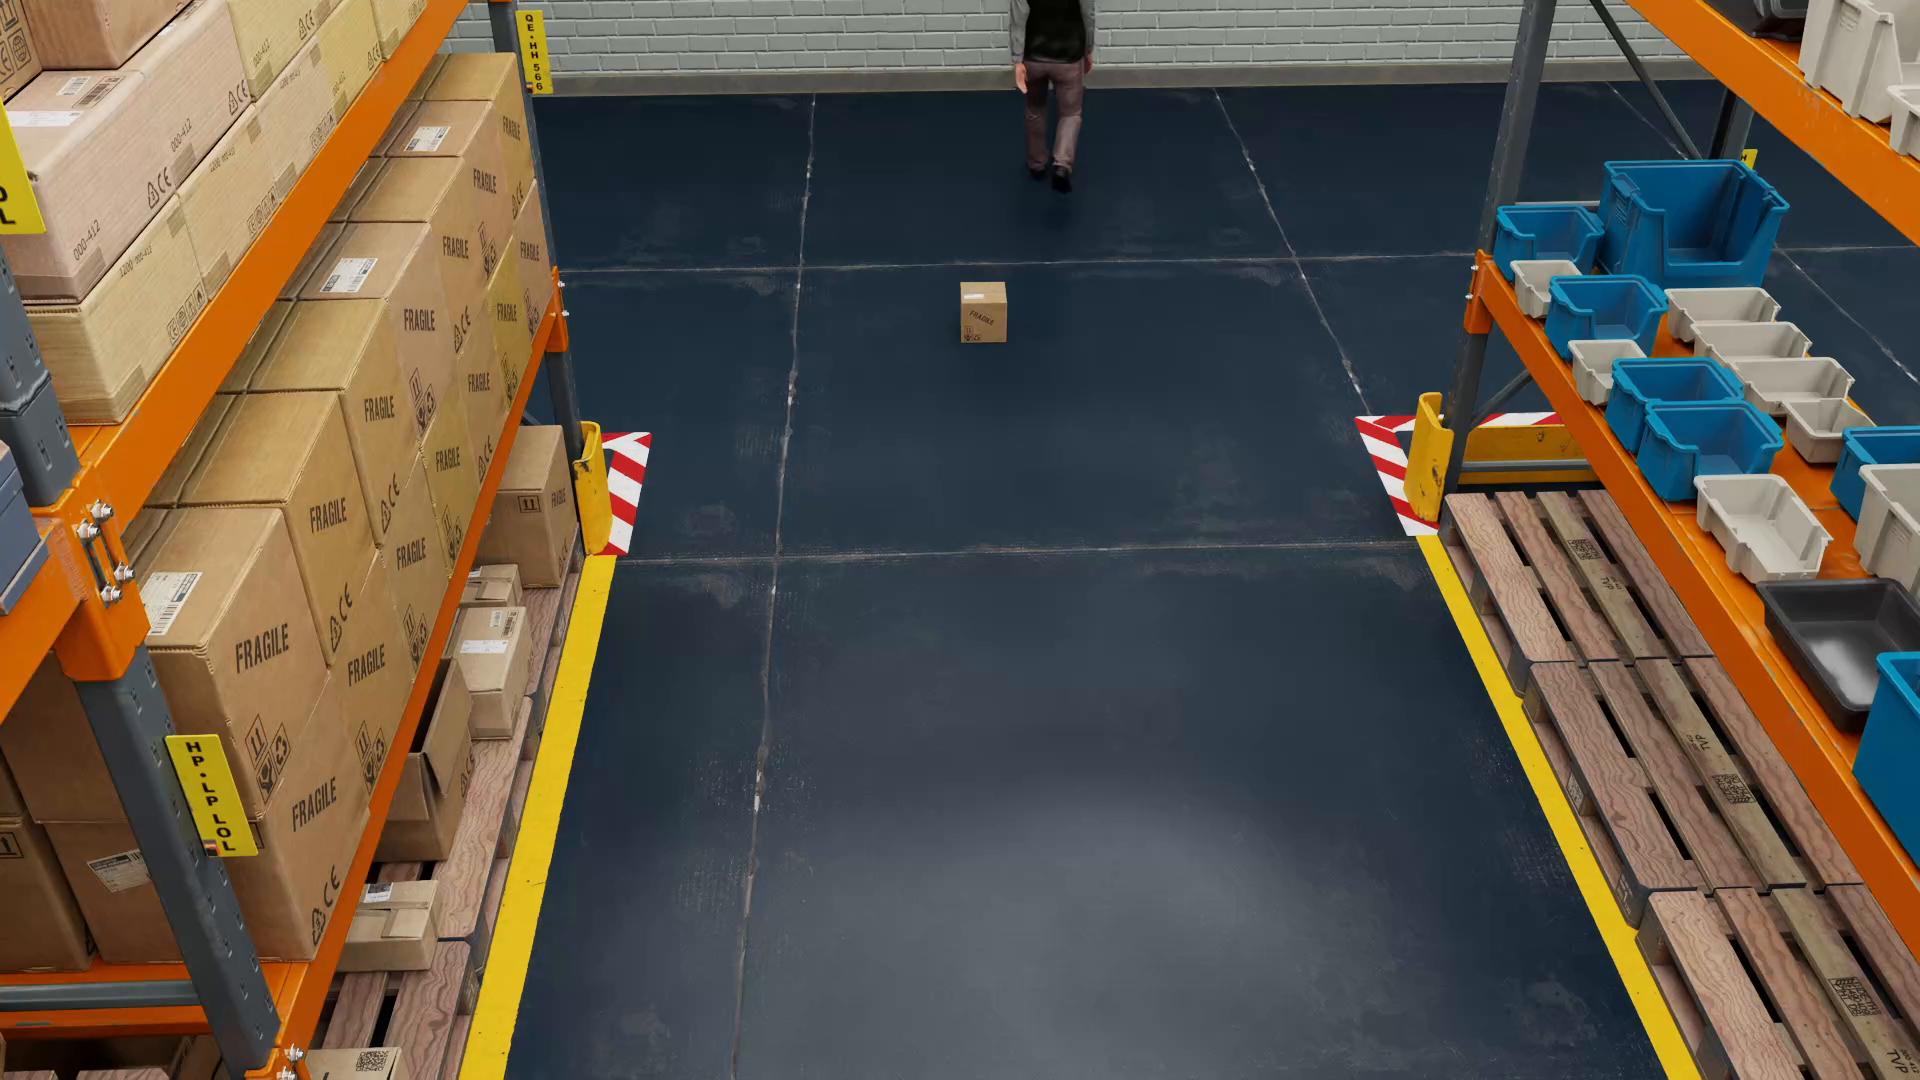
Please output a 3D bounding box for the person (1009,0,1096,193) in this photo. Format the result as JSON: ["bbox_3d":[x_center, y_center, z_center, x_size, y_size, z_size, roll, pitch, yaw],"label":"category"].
[{"bbox_3d":[0.576,-3.023,10.472,0.529,1.687,0.864,4,35,5],"label":"person"}]
